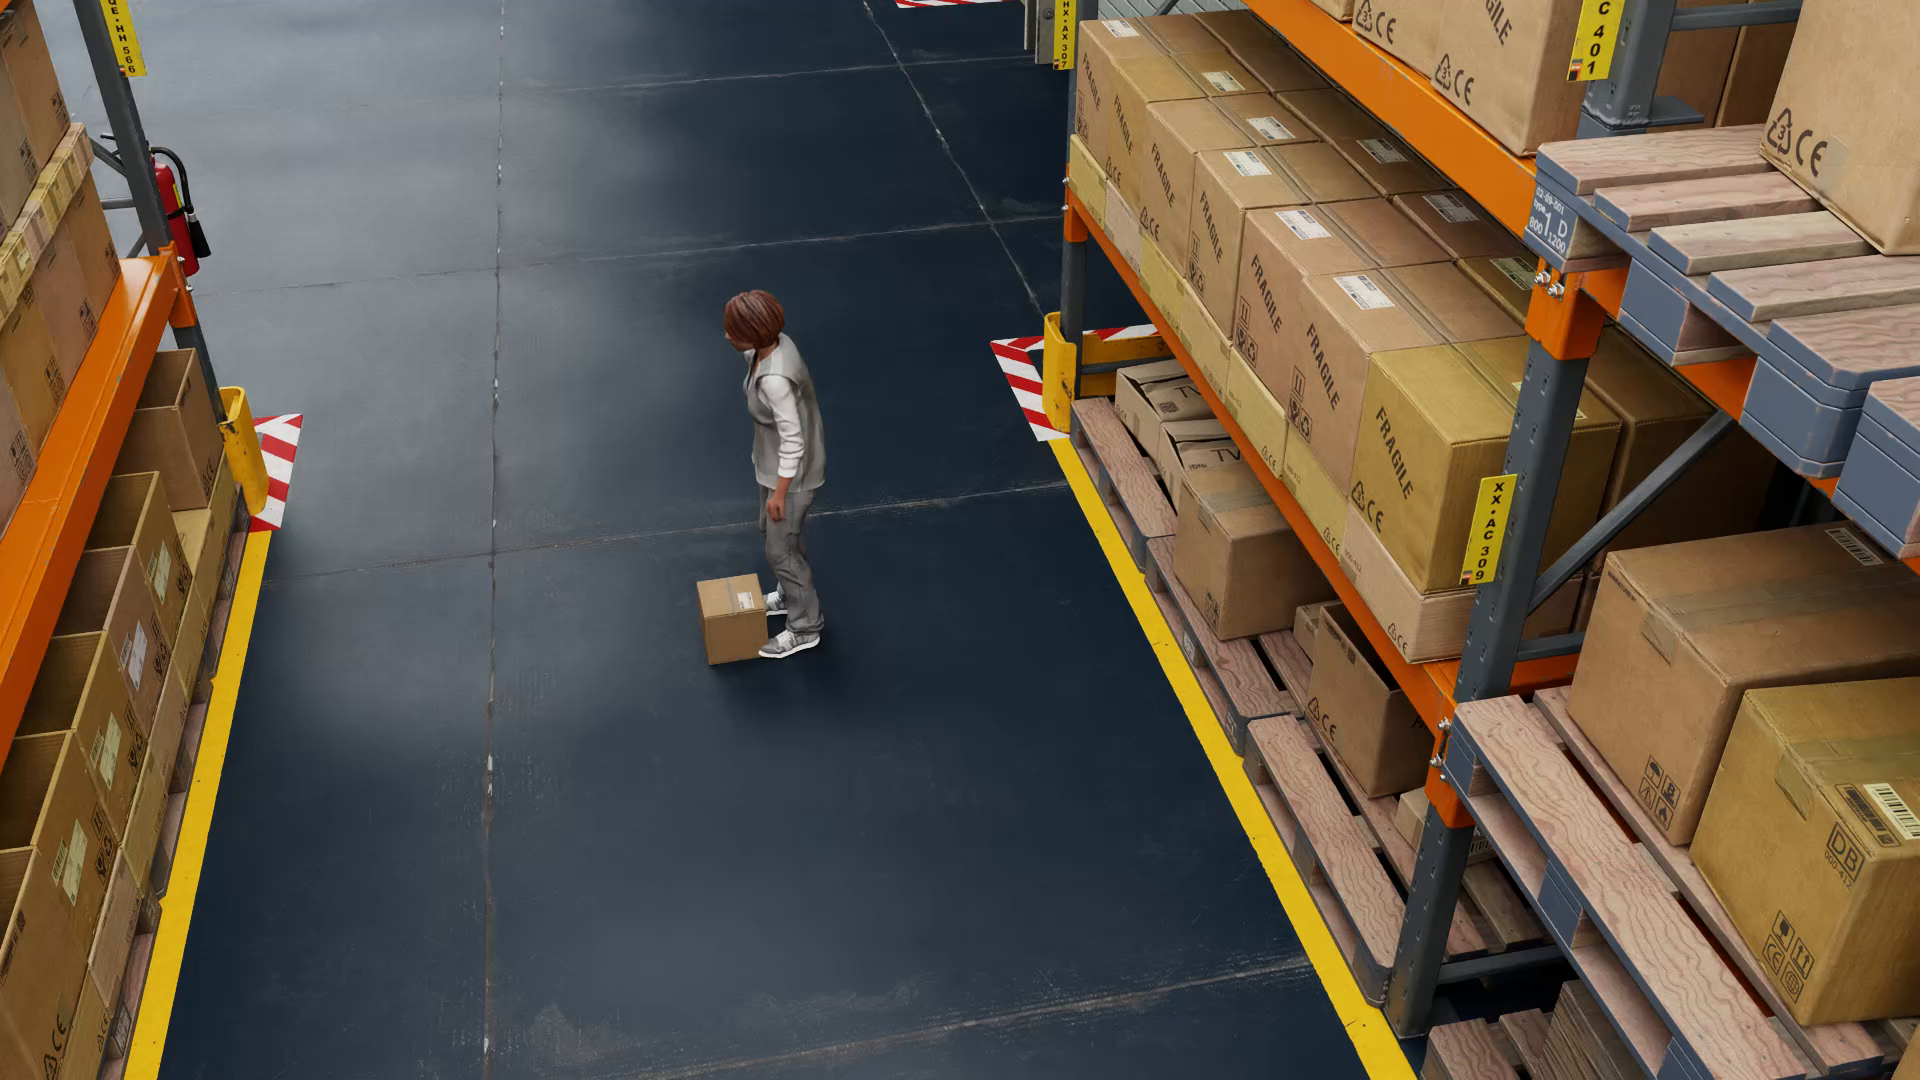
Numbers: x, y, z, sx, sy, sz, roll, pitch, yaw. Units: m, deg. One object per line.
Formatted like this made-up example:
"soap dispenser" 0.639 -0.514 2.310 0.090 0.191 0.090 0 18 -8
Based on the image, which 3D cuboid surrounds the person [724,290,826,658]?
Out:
"person" -0.702 -0.258 6.534 0.344 1.582 0.463 -7 35 -10
